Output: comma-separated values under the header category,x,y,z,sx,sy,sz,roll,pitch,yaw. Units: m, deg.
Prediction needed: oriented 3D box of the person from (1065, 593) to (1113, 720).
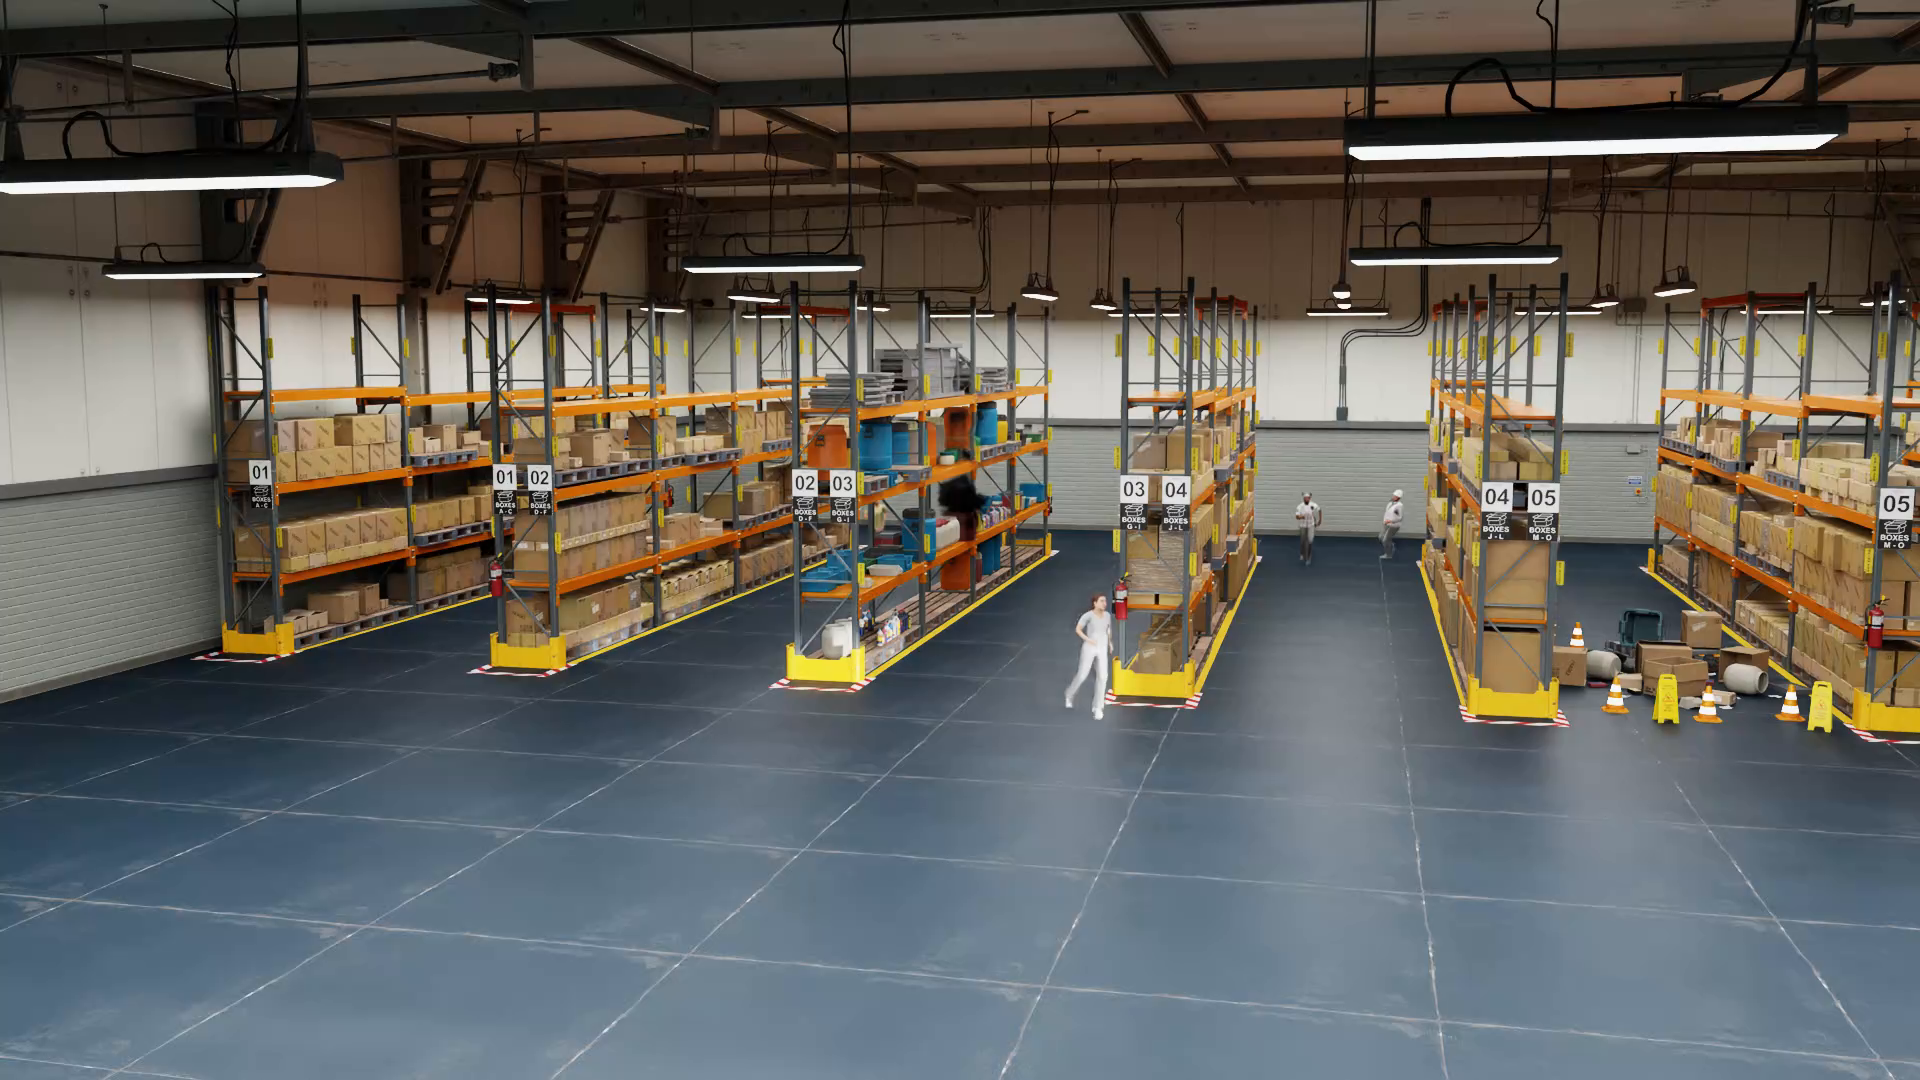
category,x,y,z,sx,sy,sz,roll,pitch,yaw
person,1.853,1.552,22.869,0.648,1.670,0.807,-3,7,-21

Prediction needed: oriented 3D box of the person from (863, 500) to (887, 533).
category,x,y,z,sx,sy,sz,roll,pitch,yaw
person,-1.959,-0.212,38.315,0.551,1.700,0.824,0,7,2

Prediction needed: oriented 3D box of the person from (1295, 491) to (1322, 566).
category,x,y,z,sx,sy,sz,roll,pitch,yaw
person,8.106,-0.278,38.730,0.586,1.732,0.876,2,7,16

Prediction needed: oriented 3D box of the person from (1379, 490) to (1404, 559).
category,x,y,z,sx,sy,sz,roll,pitch,yaw
person,10.244,-0.368,39.481,0.551,1.680,0.763,-3,7,-26
